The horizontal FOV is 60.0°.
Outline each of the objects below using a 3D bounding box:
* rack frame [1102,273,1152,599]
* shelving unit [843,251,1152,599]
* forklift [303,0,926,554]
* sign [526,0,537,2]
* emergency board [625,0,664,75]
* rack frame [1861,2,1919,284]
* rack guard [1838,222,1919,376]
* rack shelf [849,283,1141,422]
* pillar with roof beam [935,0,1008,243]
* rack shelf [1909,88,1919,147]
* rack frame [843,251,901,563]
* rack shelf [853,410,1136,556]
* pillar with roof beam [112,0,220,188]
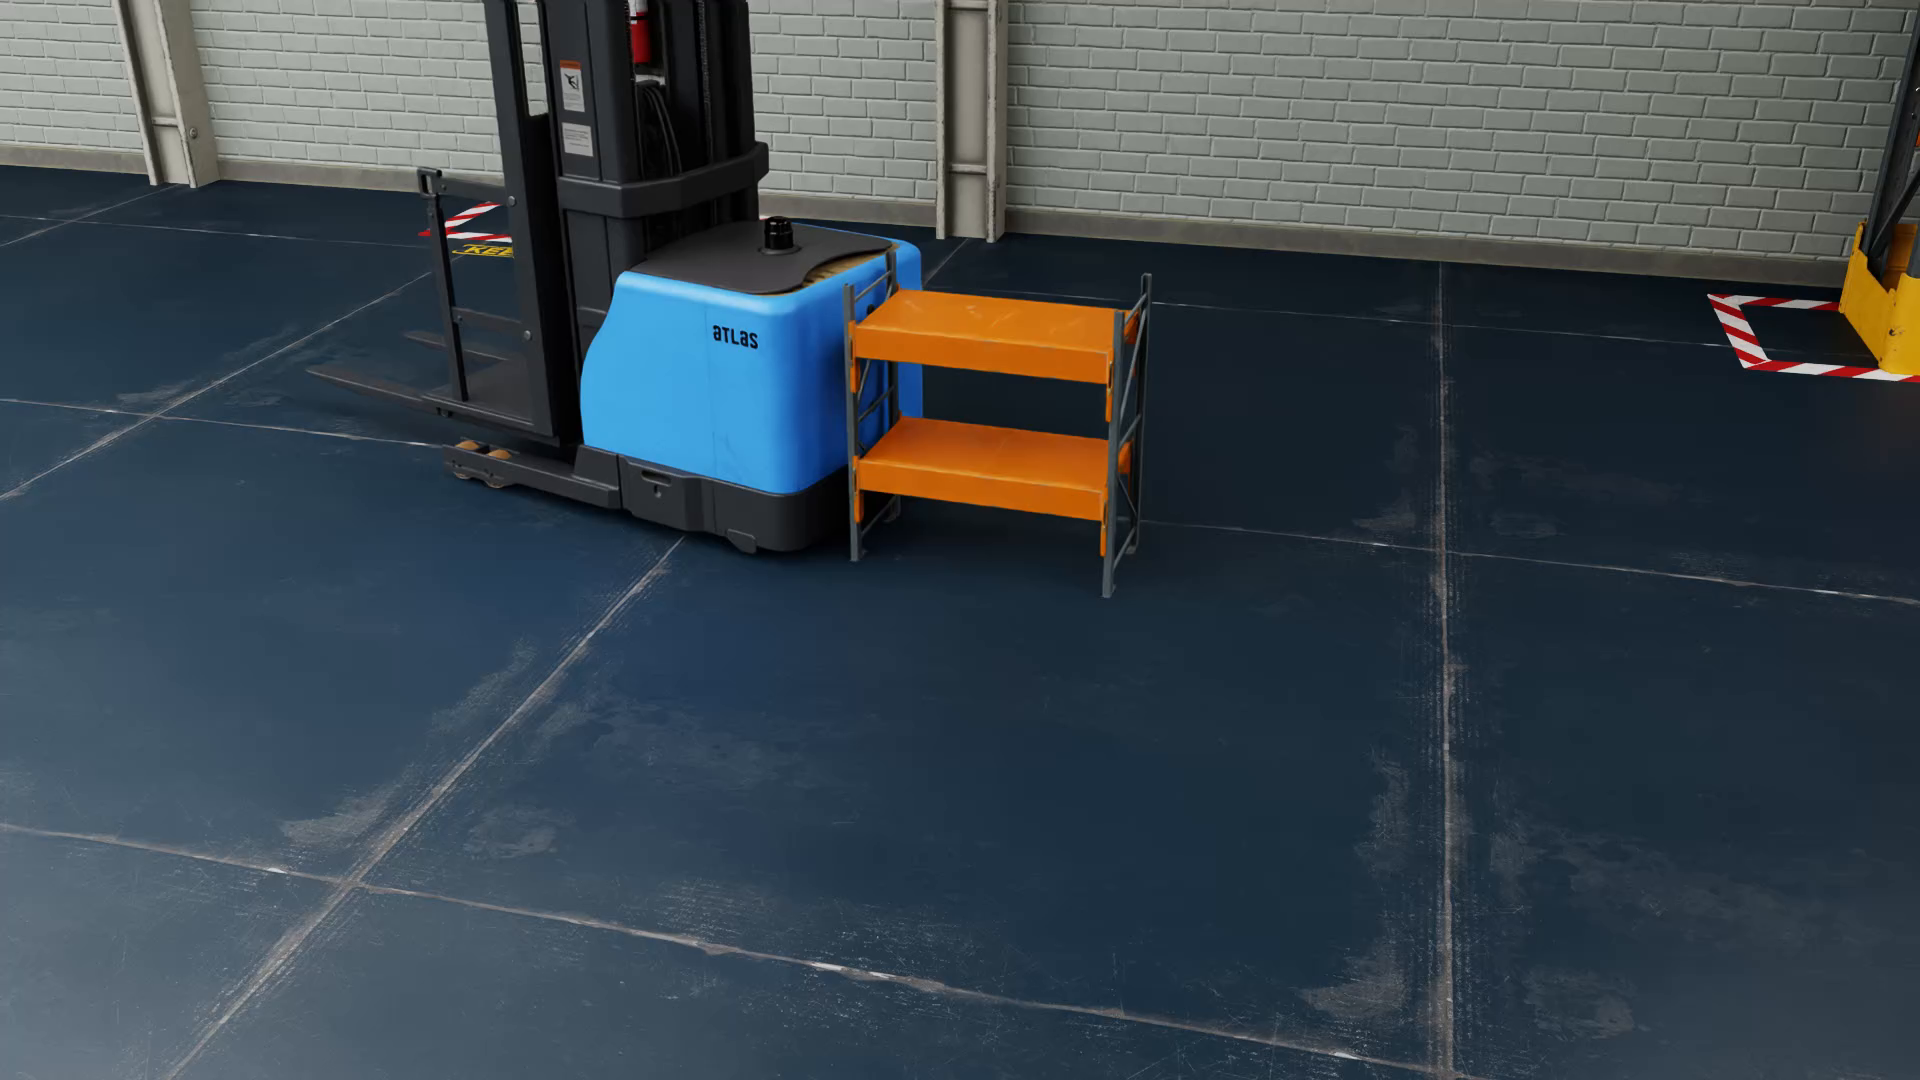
[{"bbox_3d":[0.628,-0.389,6.258,0.032,1.125,0.500,8,27,16],"label":"rack frame"},{"bbox_3d":[0.144,-0.456,6.398,1.048,1.125,0.538,8,27,16],"label":"shelving unit"},{"bbox_3d":[-1.672,-1.724,6.962,3.031,2.935,1.130,15,29,28],"label":"forklift"},{"bbox_3d":[-2.820,-3.771,11.140,0.234,0.329,0.001,6,26,13],"label":"sign"},{"bbox_3d":[-2.311,-3.653,10.933,0.643,1.169,0.194,6,26,13],"label":"emergency board"},{"bbox_3d":[4.991,-2.445,8.396,0.127,3.000,1.000,6,26,13],"label":"rack frame"},{"bbox_3d":[5.064,-1.308,8.916,0.348,0.500,1.175,6,26,13],"label":"rack guard"},{"bbox_3d":[0.144,-0.720,6.272,1.000,0.278,0.538,8,27,16],"label":"rack shelf"},{"bbox_3d":[-0.999,-4.289,5.290,0.400,9.000,9.100,6,26,13],"label":"pillar with roof beam"},{"bbox_3d":[6.928,-1.906,8.101,4.000,0.370,1.077,6,26,13],"label":"rack shelf"},{"bbox_3d":[-0.340,-0.522,6.538,0.032,1.125,0.500,8,27,16],"label":"rack frame"},{"bbox_3d":[0.144,-0.235,6.503,1.000,0.278,0.538,8,27,16],"label":"rack shelf"},{"bbox_3d":[-6.810,-4.931,6.639,0.400,9.000,9.100,6,26,13],"label":"pillar with roof beam"}]
